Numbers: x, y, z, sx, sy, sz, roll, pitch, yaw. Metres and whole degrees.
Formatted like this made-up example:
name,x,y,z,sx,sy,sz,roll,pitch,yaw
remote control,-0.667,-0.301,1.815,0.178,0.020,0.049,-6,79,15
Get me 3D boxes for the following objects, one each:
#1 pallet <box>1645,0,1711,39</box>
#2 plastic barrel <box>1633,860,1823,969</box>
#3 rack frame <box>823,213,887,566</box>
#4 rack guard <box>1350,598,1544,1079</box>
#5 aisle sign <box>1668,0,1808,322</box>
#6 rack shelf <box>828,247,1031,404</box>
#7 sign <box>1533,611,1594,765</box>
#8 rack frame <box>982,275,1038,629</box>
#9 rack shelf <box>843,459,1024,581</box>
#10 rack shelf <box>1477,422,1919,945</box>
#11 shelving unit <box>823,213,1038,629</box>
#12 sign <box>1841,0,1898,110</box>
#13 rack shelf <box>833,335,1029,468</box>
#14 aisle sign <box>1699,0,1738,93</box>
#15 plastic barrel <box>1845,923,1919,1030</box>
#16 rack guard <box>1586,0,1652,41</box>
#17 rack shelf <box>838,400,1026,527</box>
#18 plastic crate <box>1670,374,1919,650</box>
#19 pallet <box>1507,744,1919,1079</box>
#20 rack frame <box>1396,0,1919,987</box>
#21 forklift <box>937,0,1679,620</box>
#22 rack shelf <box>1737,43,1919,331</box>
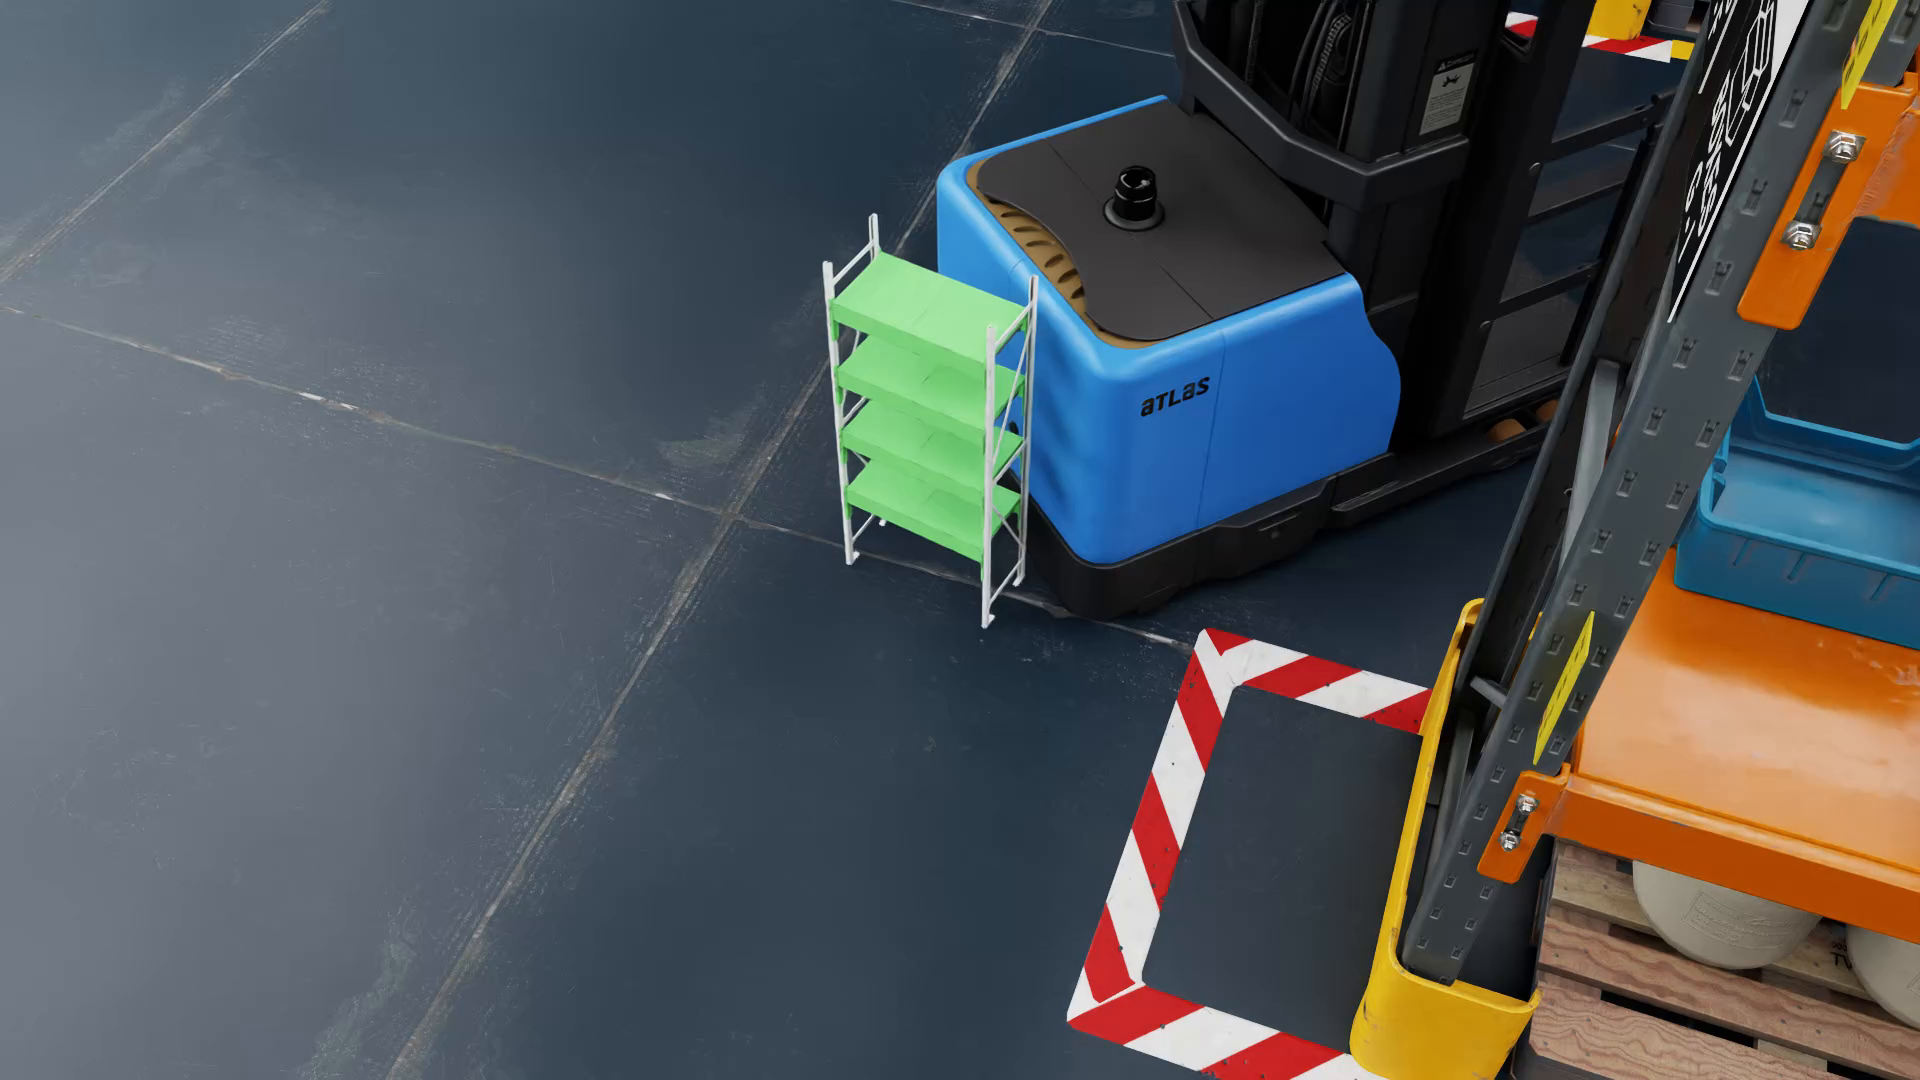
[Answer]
name,x,y,z,sx,sy,sz,roll,pitch,yaw
pallet,3.683,-2.466,7.248,1.213,0.211,1.003,16,51,13
plastic barrel,1.875,0.756,3.979,0.421,0.512,0.421,0,49,0
rack frame,-0.286,-0.394,4.797,0.015,1.200,0.240,24,53,20
rack guard,1.318,0.765,4.256,0.348,0.500,1.175,16,51,13
aisle sign,1.062,-0.703,2.154,0.004,0.787,0.394,16,51,13
rack shelf,-0.076,-0.572,4.401,0.480,0.148,0.258,24,53,20
sign,1.036,0.258,2.858,0.005,0.325,0.100,16,51,13
rack frame,0.133,-0.205,4.634,0.015,1.200,0.240,24,53,20
rack shelf,-0.076,-0.101,4.945,0.480,0.148,0.258,24,53,20
rack shelf,3.107,0.719,3.118,4.000,0.370,1.077,16,51,13
shelving unit,-0.076,-0.300,4.716,0.503,1.200,0.258,24,53,20
sign,1.036,-0.636,1.826,0.005,0.325,0.100,16,51,13
rack shelf,-0.076,-0.415,4.583,0.480,0.148,0.258,24,53,20
aisle sign,1.266,-1.121,2.516,0.004,0.787,0.394,16,51,13
plastic barrel,2.345,0.887,3.865,0.421,0.512,0.421,0,49,0
rack guard,2.928,-2.738,7.292,0.348,0.500,1.175,16,51,13
rack shelf,-0.076,-0.258,4.764,0.480,0.148,0.258,24,53,20
plastic crate,1.804,-0.072,3.426,0.616,0.251,0.499,16,51,13
pallet,2.079,1.076,4.177,1.213,0.211,1.003,16,51,13
rack frame,1.231,-0.040,3.300,0.127,3.000,1.000,16,51,13
forklift,1.467,-1.526,4.633,3.031,2.935,1.130,-22,52,-18
rack shelf,3.107,-0.263,1.984,4.000,0.370,1.077,16,51,13
